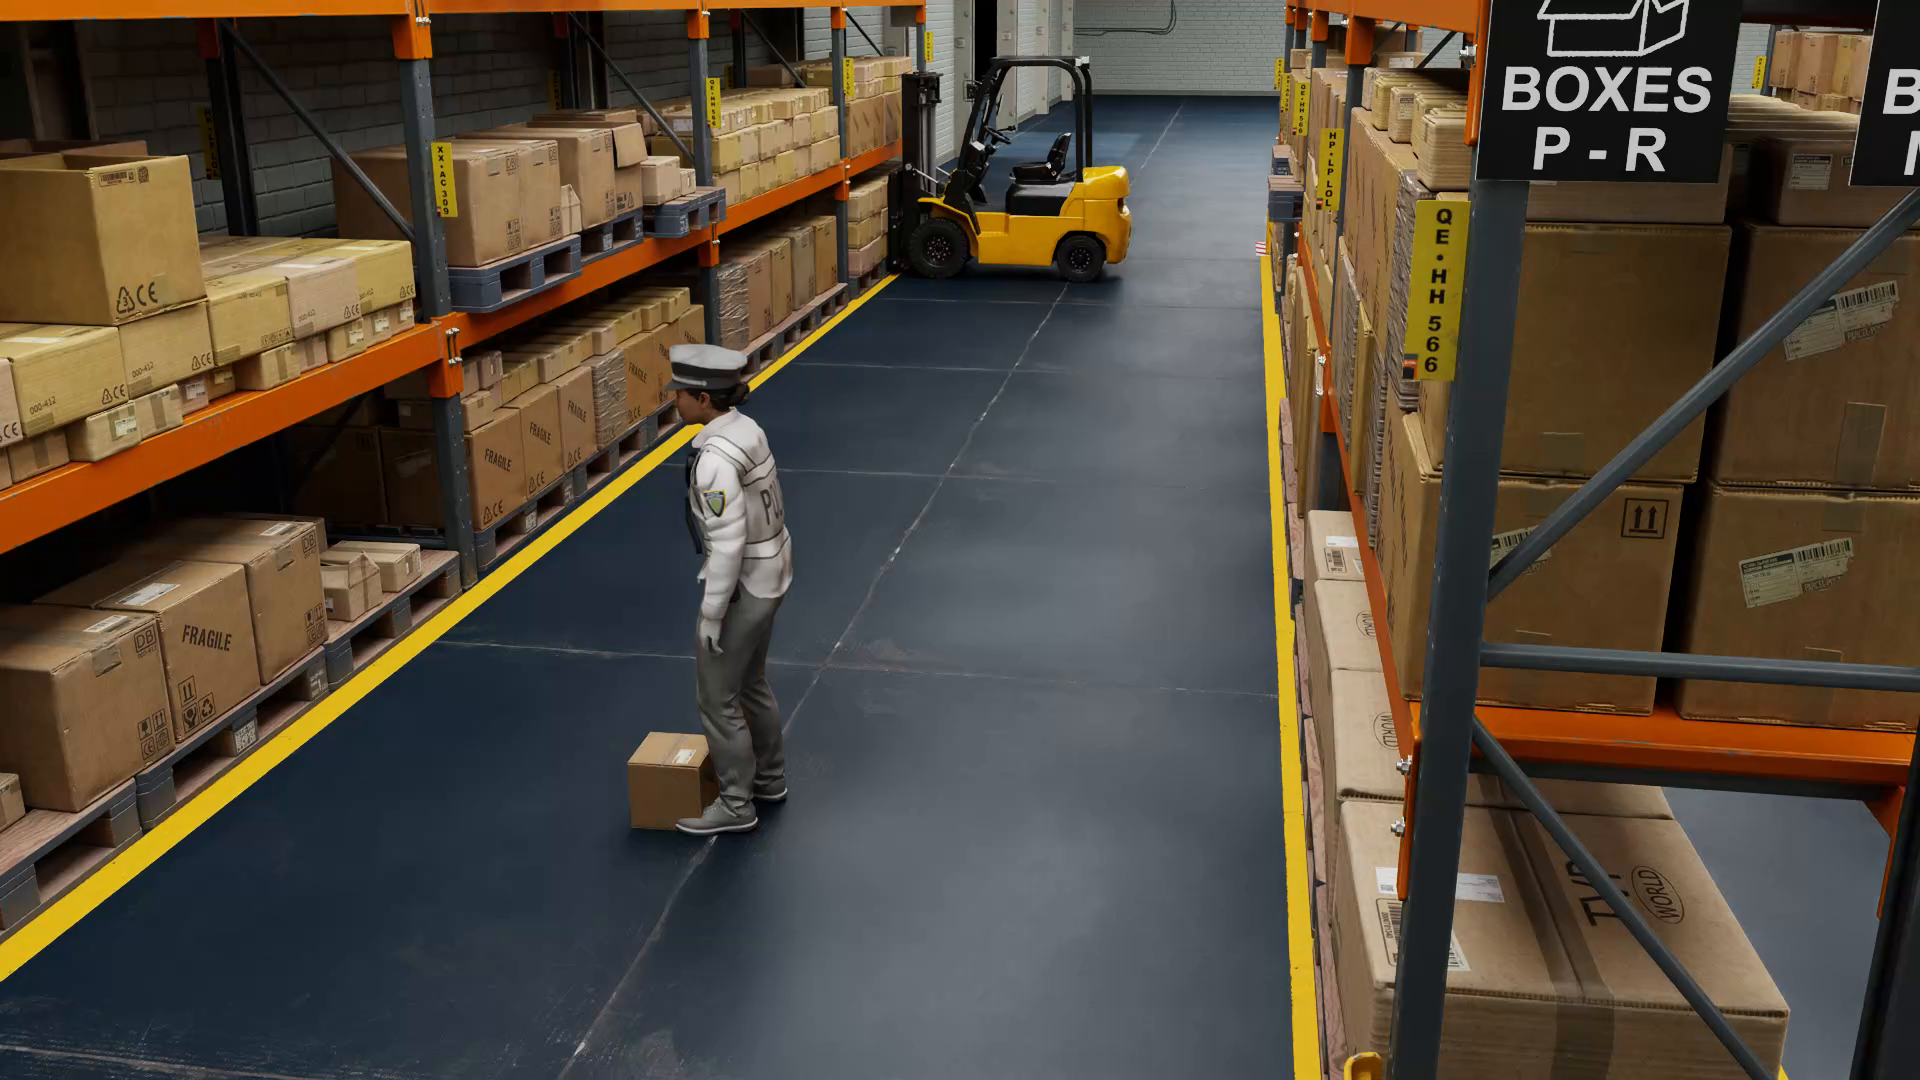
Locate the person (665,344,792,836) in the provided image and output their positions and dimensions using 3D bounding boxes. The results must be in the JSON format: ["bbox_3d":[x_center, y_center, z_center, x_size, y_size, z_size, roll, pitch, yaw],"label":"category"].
[{"bbox_3d":[-0.767,0.176,5.504,0.412,1.666,0.547,2,18,6],"label":"person"}]
